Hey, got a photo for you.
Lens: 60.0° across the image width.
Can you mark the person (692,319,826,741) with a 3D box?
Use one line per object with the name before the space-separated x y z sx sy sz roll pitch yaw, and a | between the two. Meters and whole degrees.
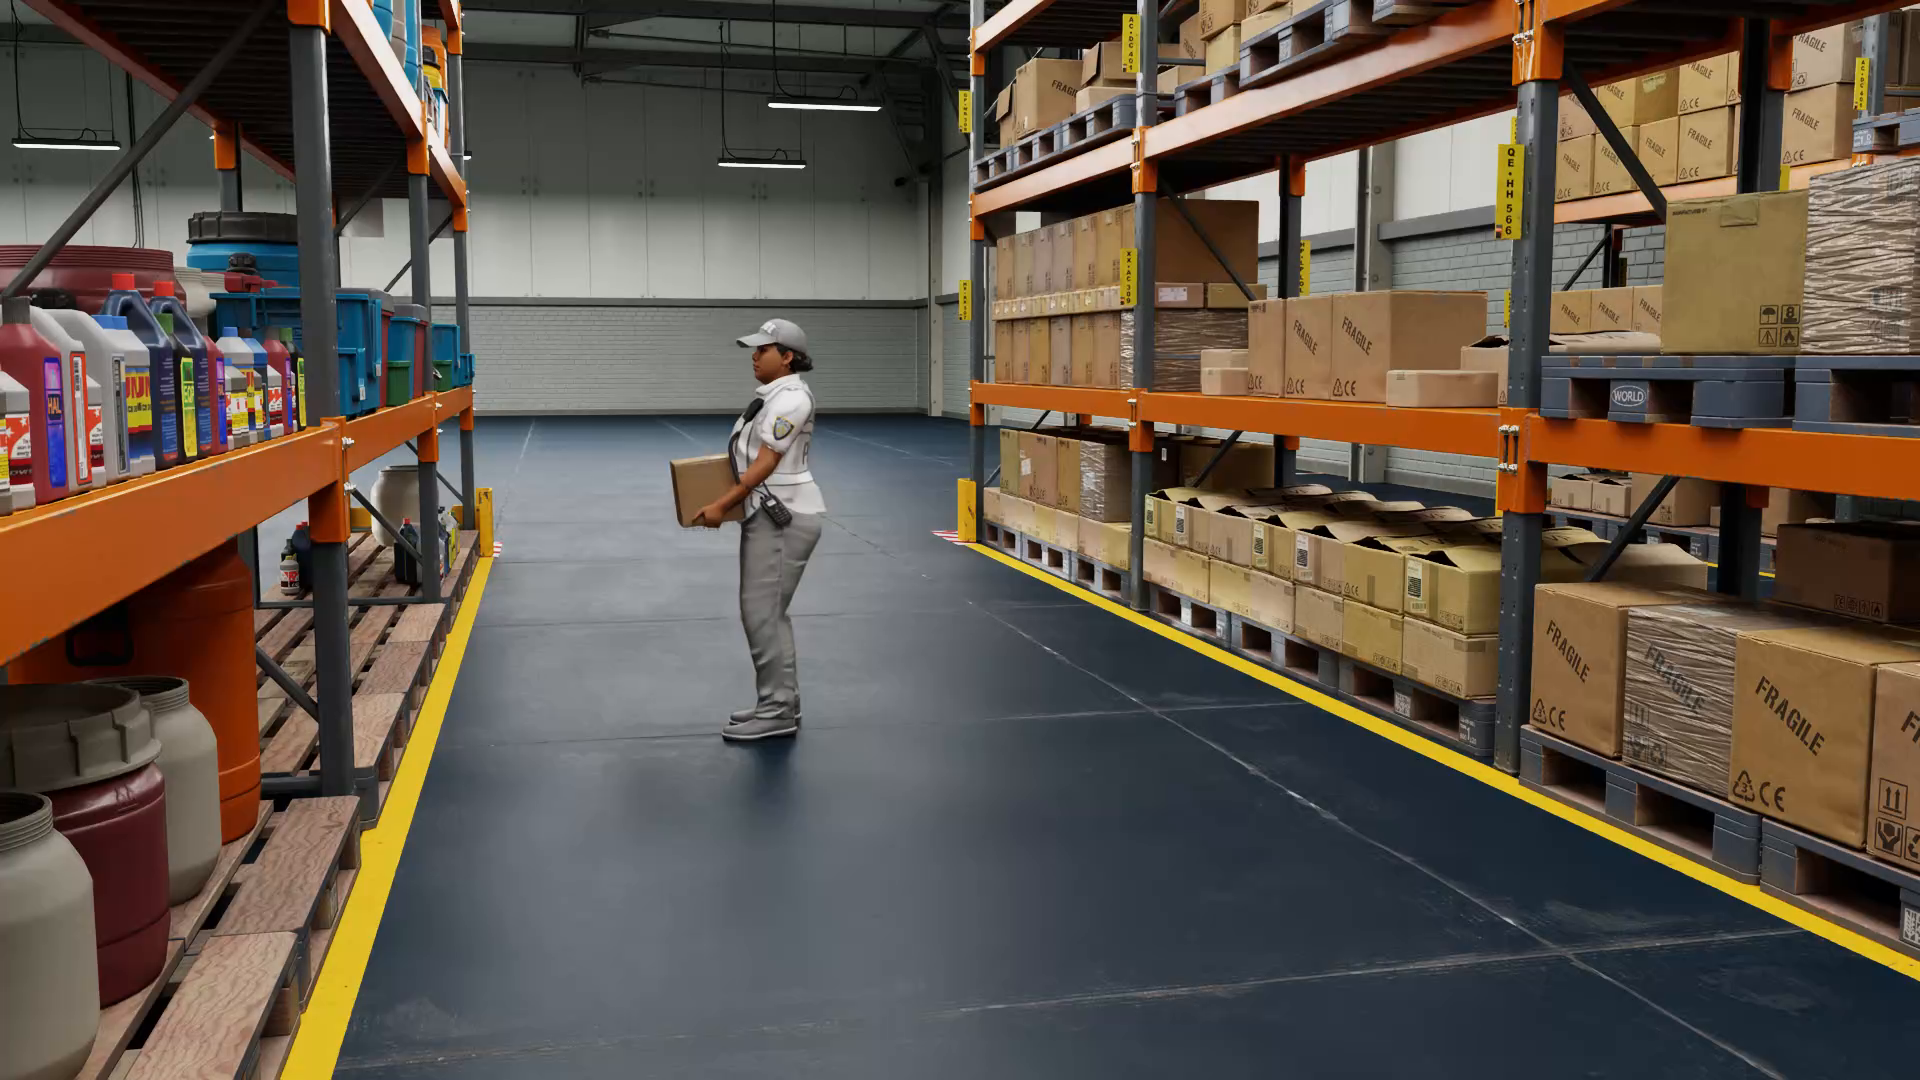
person | -0.810 -0.047 6.650 0.537 1.662 0.453 -1 6 -13
